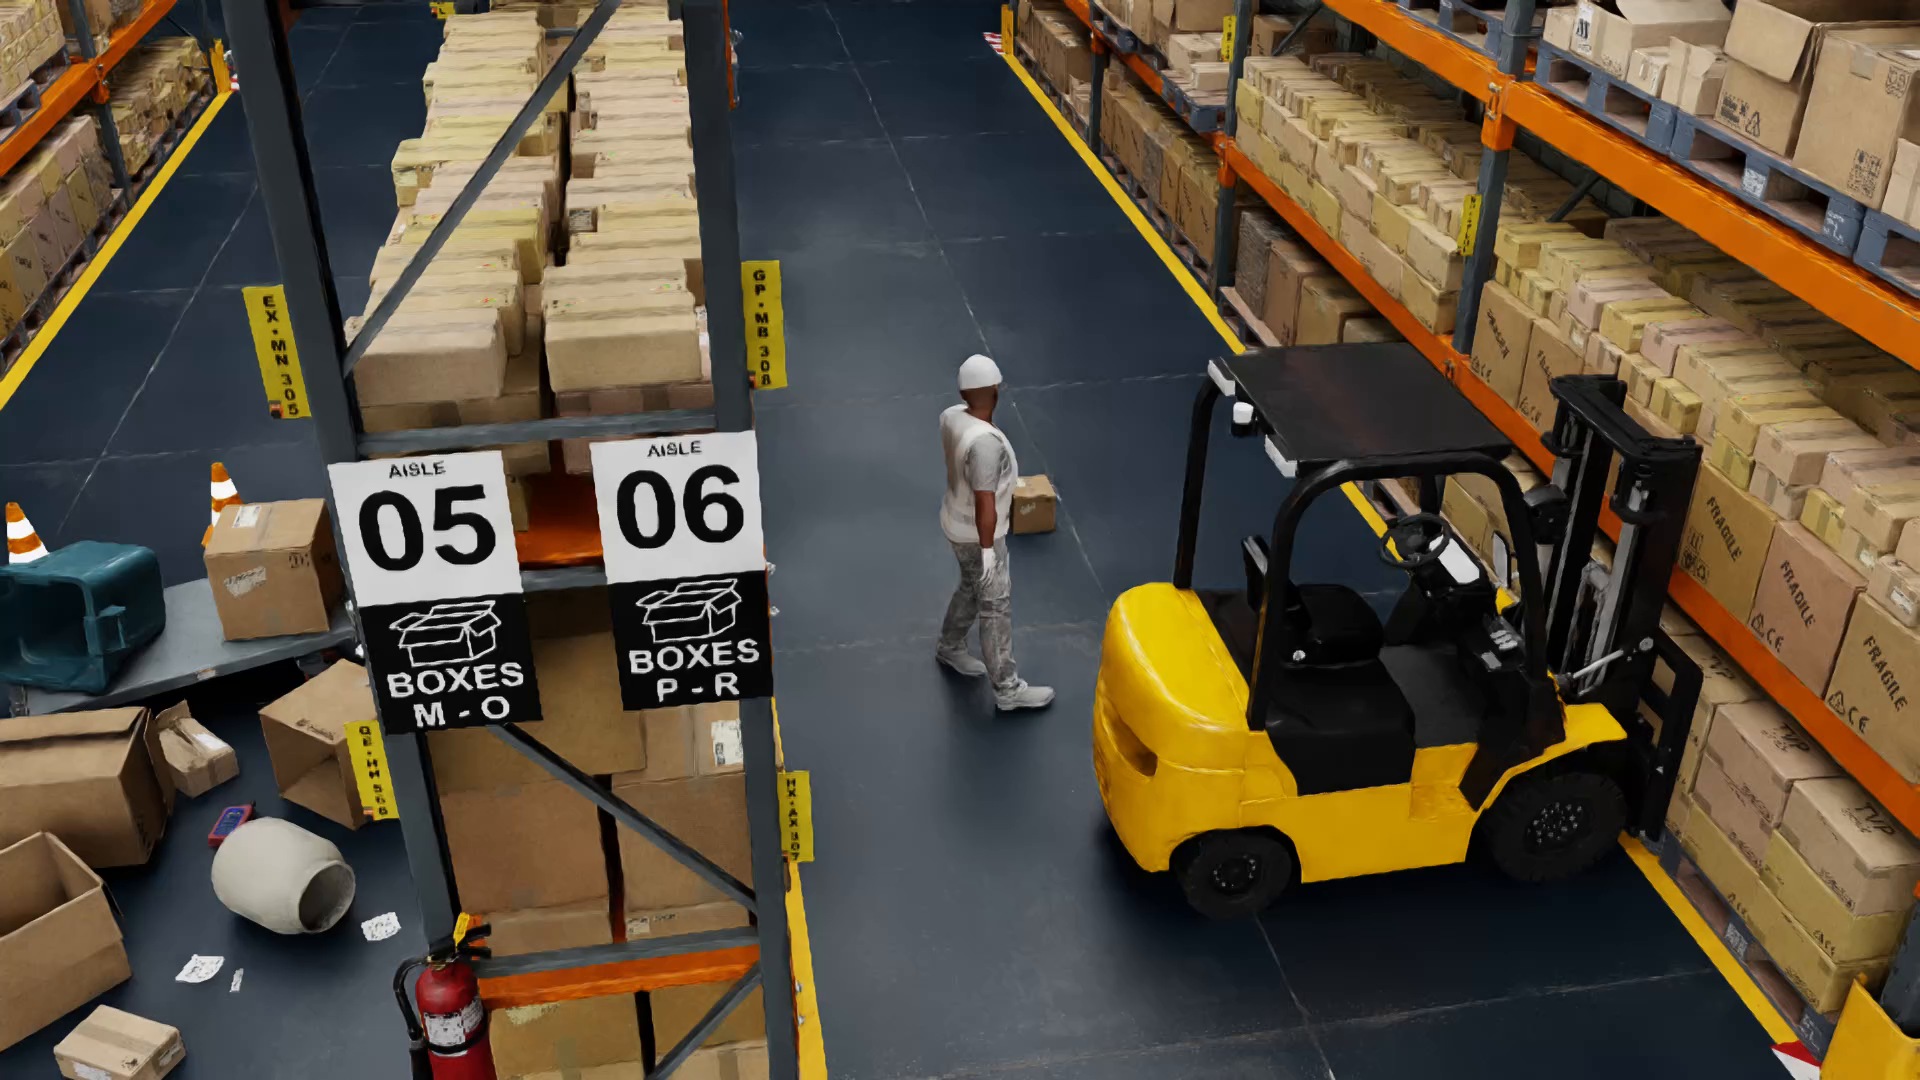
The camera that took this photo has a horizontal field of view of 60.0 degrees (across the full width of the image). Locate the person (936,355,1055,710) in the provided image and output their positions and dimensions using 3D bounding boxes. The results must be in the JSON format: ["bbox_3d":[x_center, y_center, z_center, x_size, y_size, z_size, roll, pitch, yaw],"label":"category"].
[{"bbox_3d":[0.175,-0.038,8.213,0.564,1.771,0.687,-3,31,-6],"label":"person"}]
